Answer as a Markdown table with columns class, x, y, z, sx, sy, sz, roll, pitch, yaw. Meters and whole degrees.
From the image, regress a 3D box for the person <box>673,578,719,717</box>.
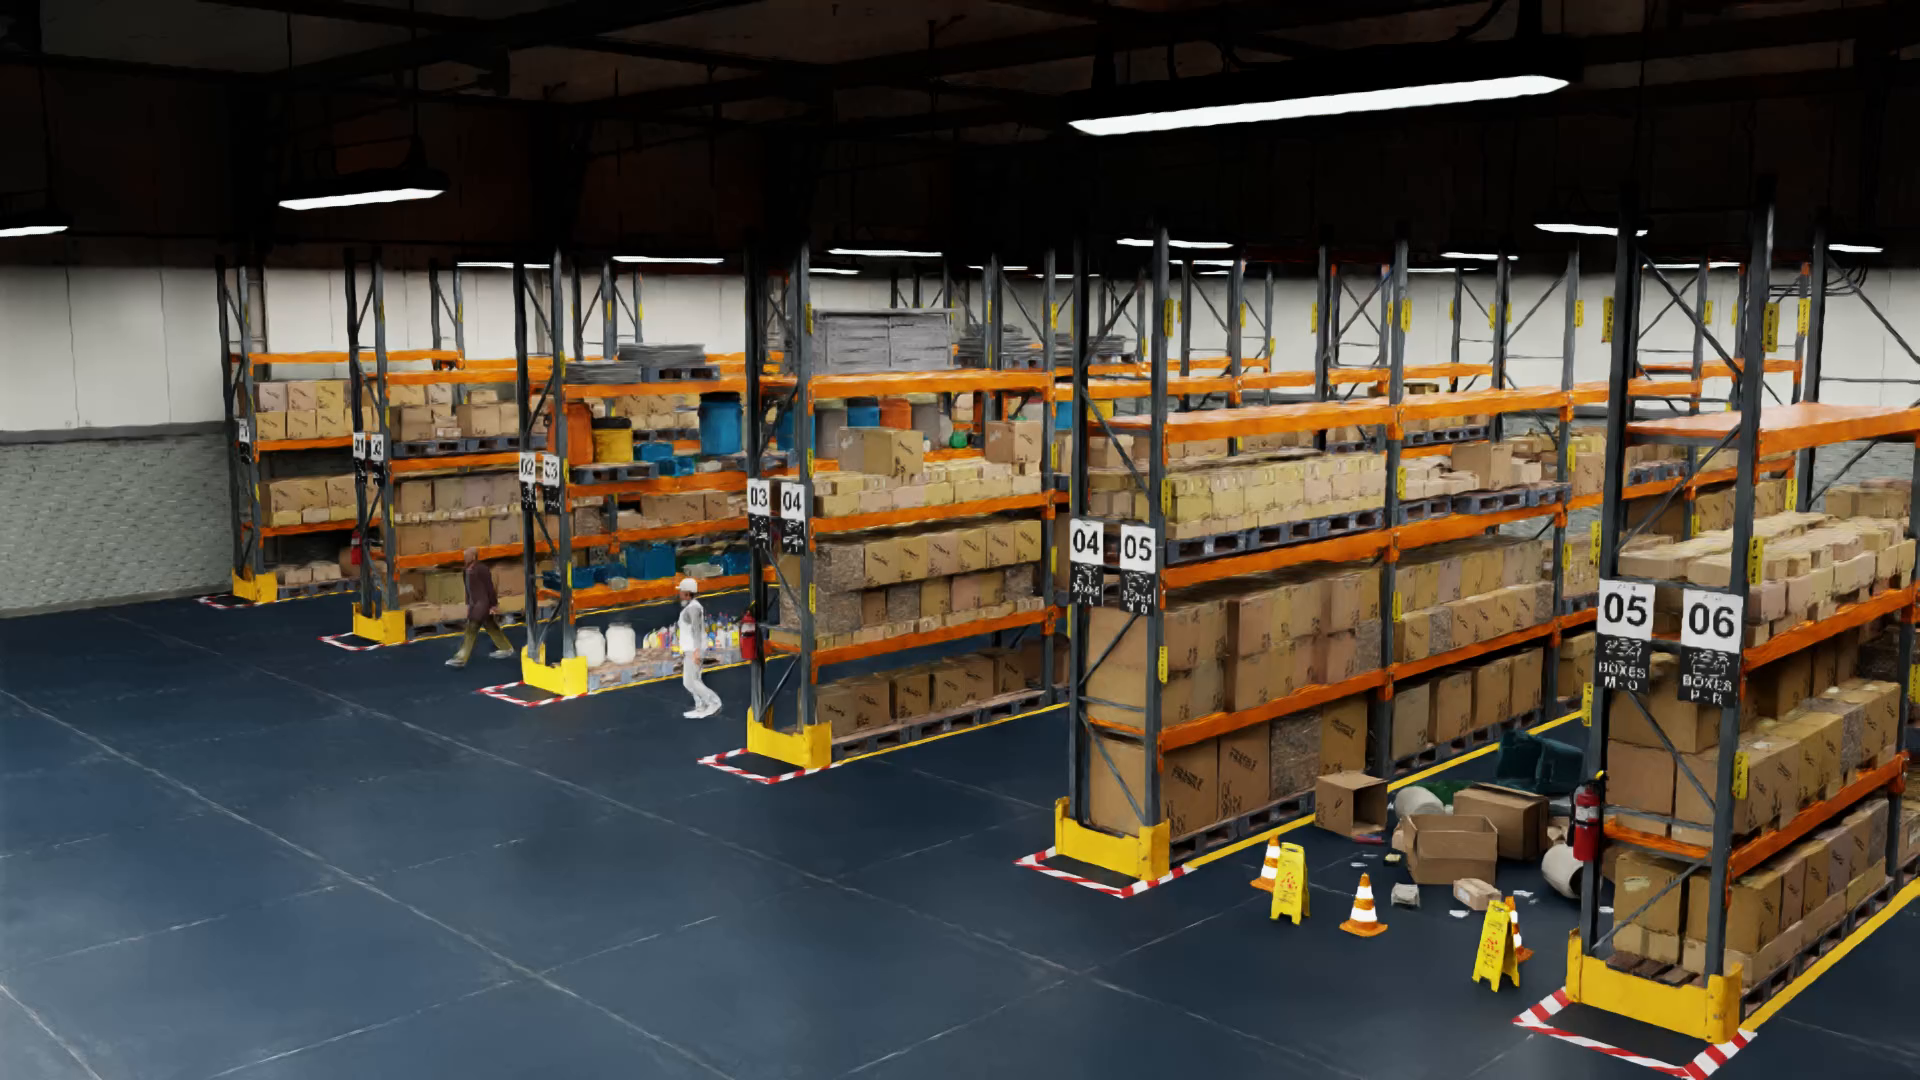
| class | x | y | z | sx | sy | sz | roll | pitch | yaw |
| --- | --- | --- | --- | --- | --- | --- | --- | --- | --- |
| person | -3.309 | 1.351 | 20.834 | 0.551 | 1.768 | 0.587 | -1 | 8 | -5 |

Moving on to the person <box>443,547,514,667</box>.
| class | x | y | z | sx | sy | sz | roll | pitch | yaw |
| --- | --- | --- | --- | --- | --- | --- | --- | --- | --- |
| person | -6.984 | 0.932 | 23.920 | 1.186 | 1.702 | 0.596 | -7 | 11 | -42 |
